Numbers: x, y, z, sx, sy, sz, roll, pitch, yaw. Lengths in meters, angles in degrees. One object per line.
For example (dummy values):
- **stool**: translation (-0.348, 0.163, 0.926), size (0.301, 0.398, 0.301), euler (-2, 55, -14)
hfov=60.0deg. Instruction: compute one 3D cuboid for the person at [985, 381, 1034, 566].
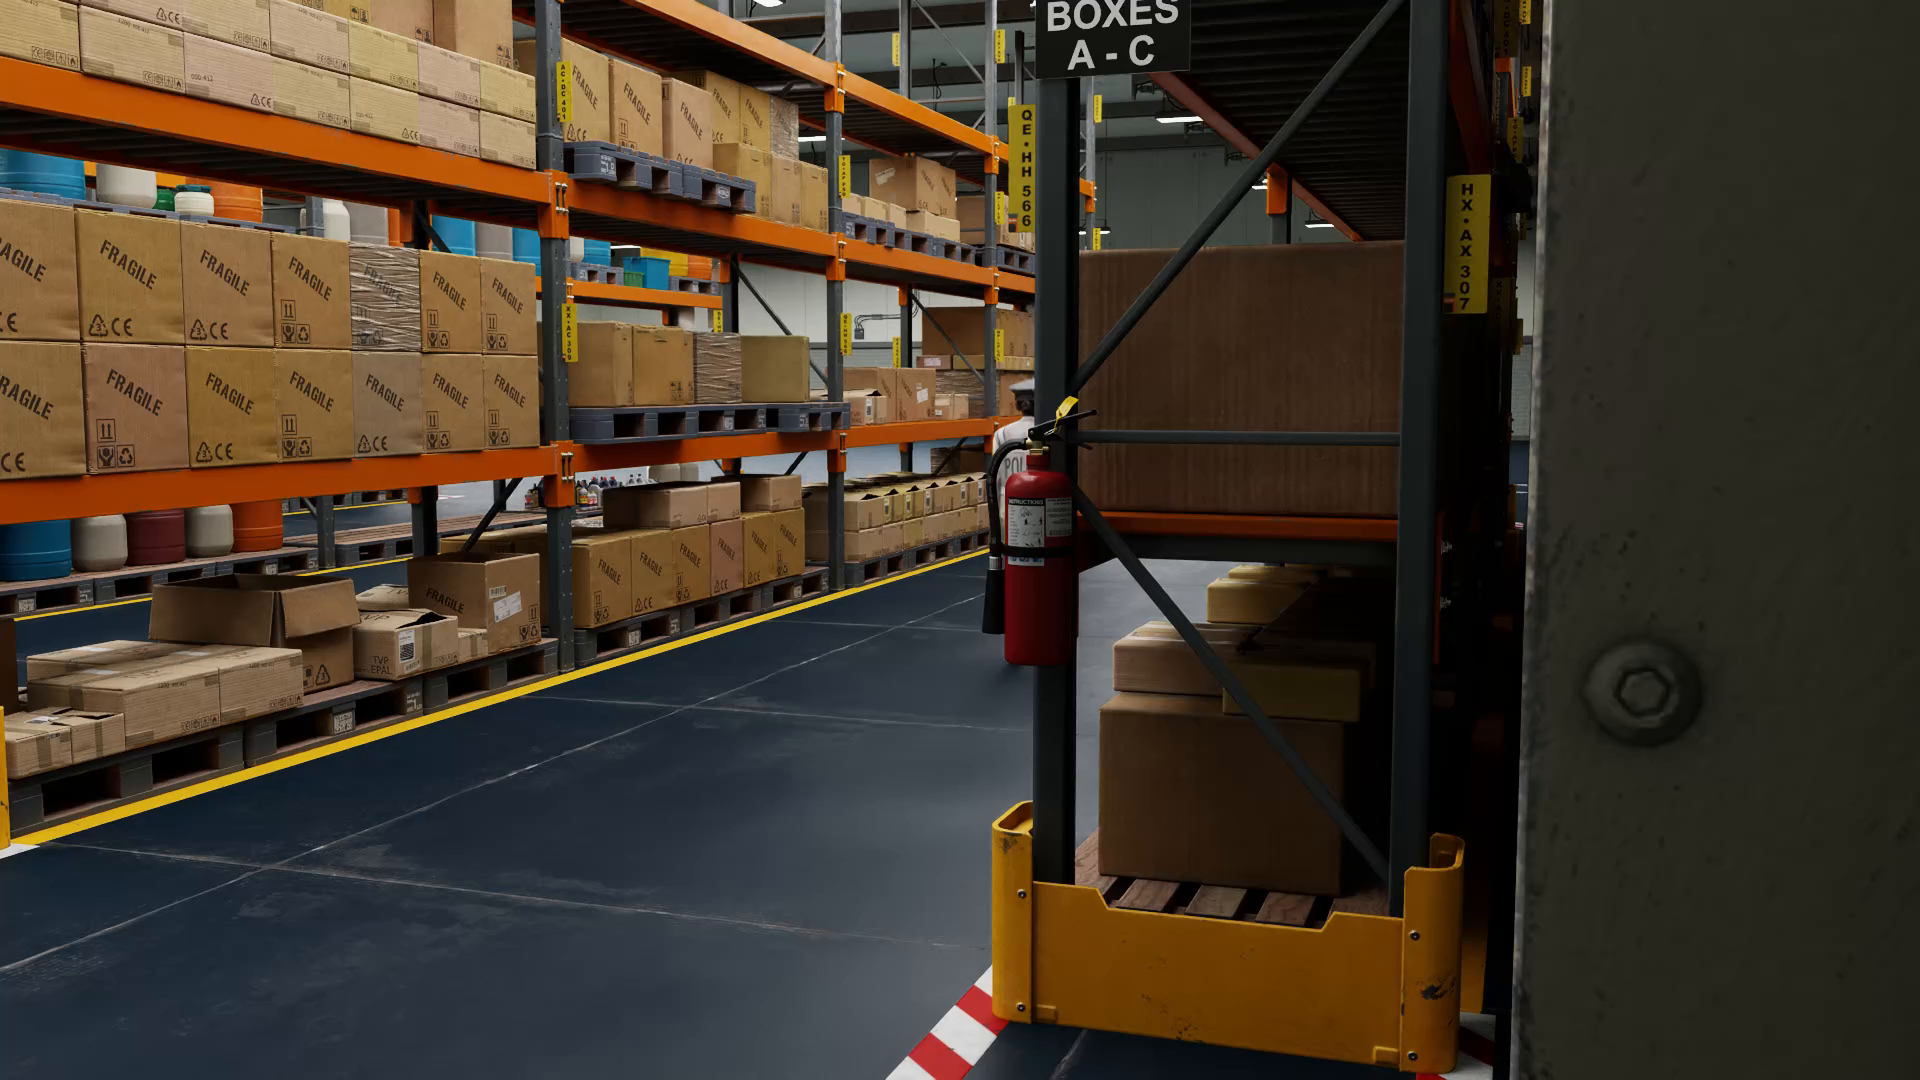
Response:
- **person**: translation (0.420, -0.099, 9.785), size (0.514, 1.664, 0.412), euler (2, 6, 17)
